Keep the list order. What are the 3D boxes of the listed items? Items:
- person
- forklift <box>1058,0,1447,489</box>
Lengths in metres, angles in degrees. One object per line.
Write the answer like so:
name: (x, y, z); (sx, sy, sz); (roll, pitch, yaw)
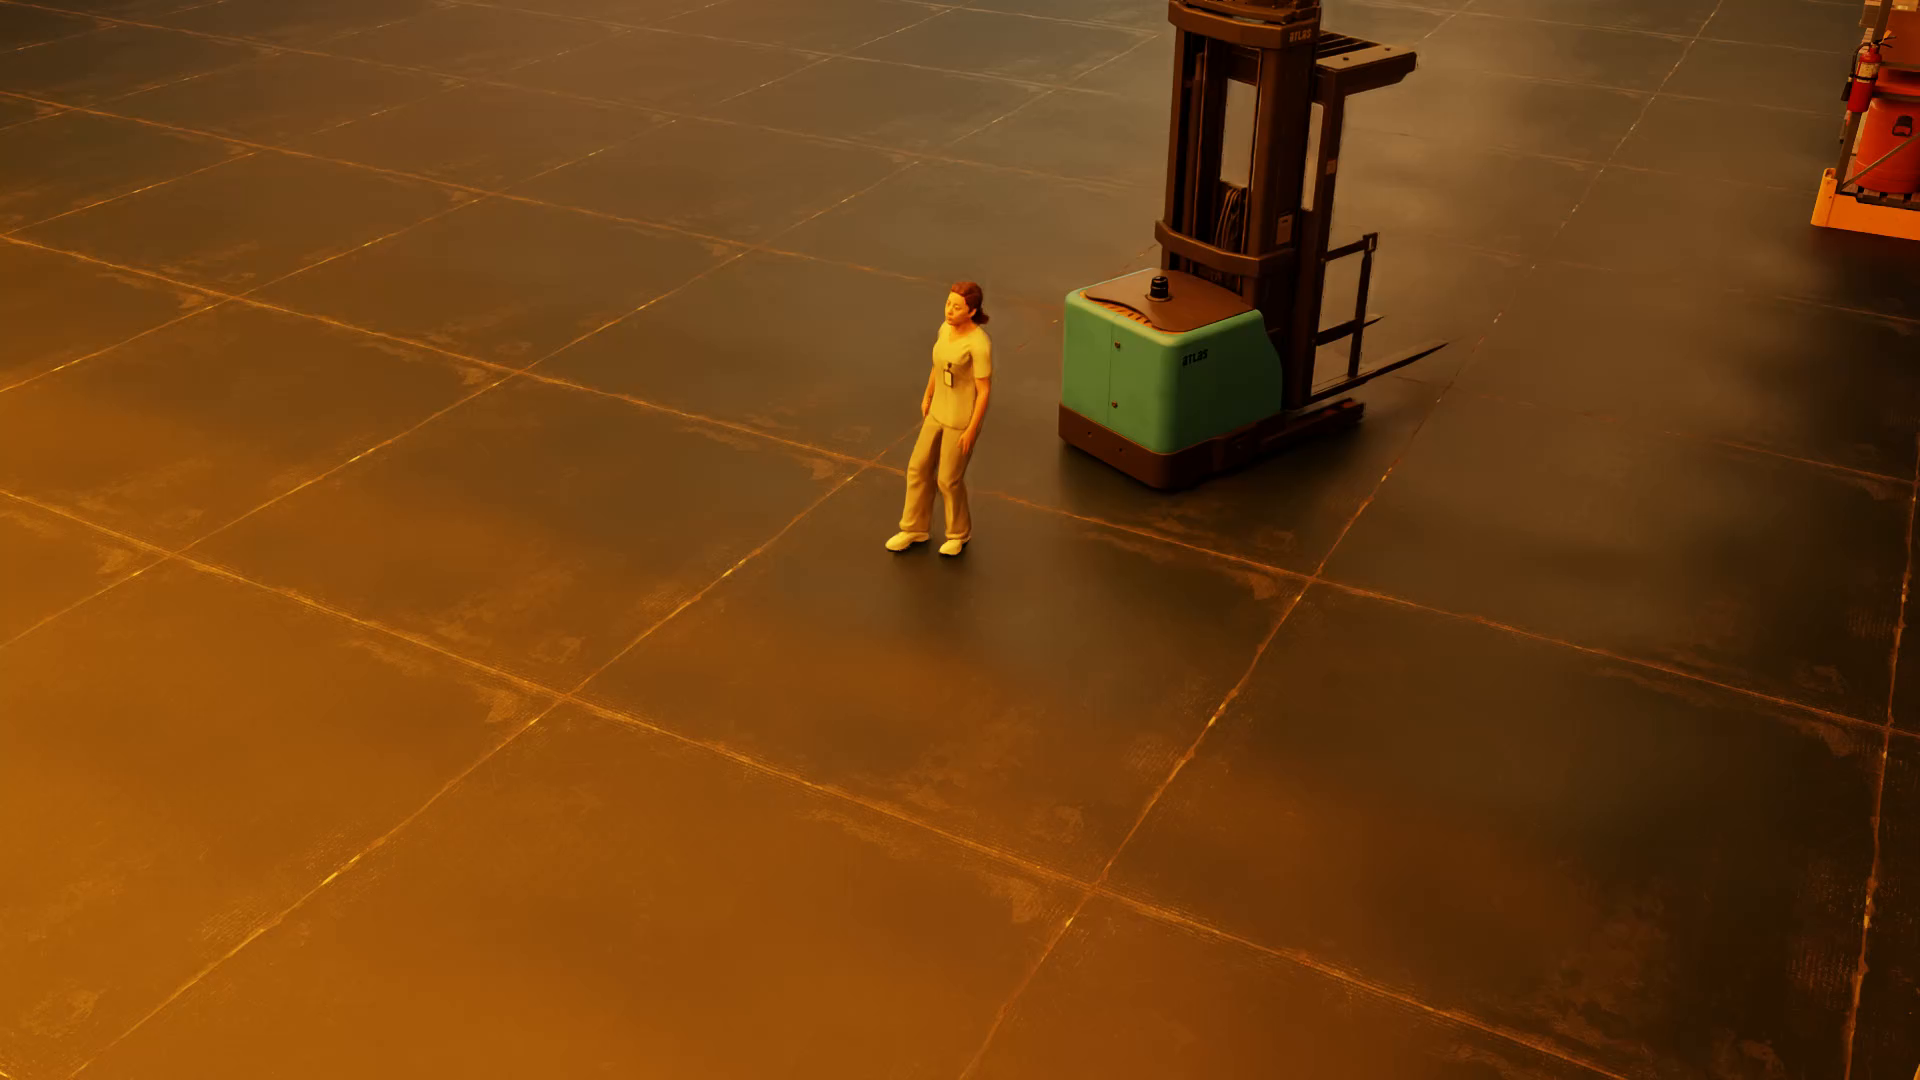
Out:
person: (-0.103, -0.671, 9.514); (0.604, 1.665, 0.549); (-19, 35, -30)
forklift: (2.130, -2.177, 10.842); (3.031, 2.935, 1.130); (-21, 36, -32)
